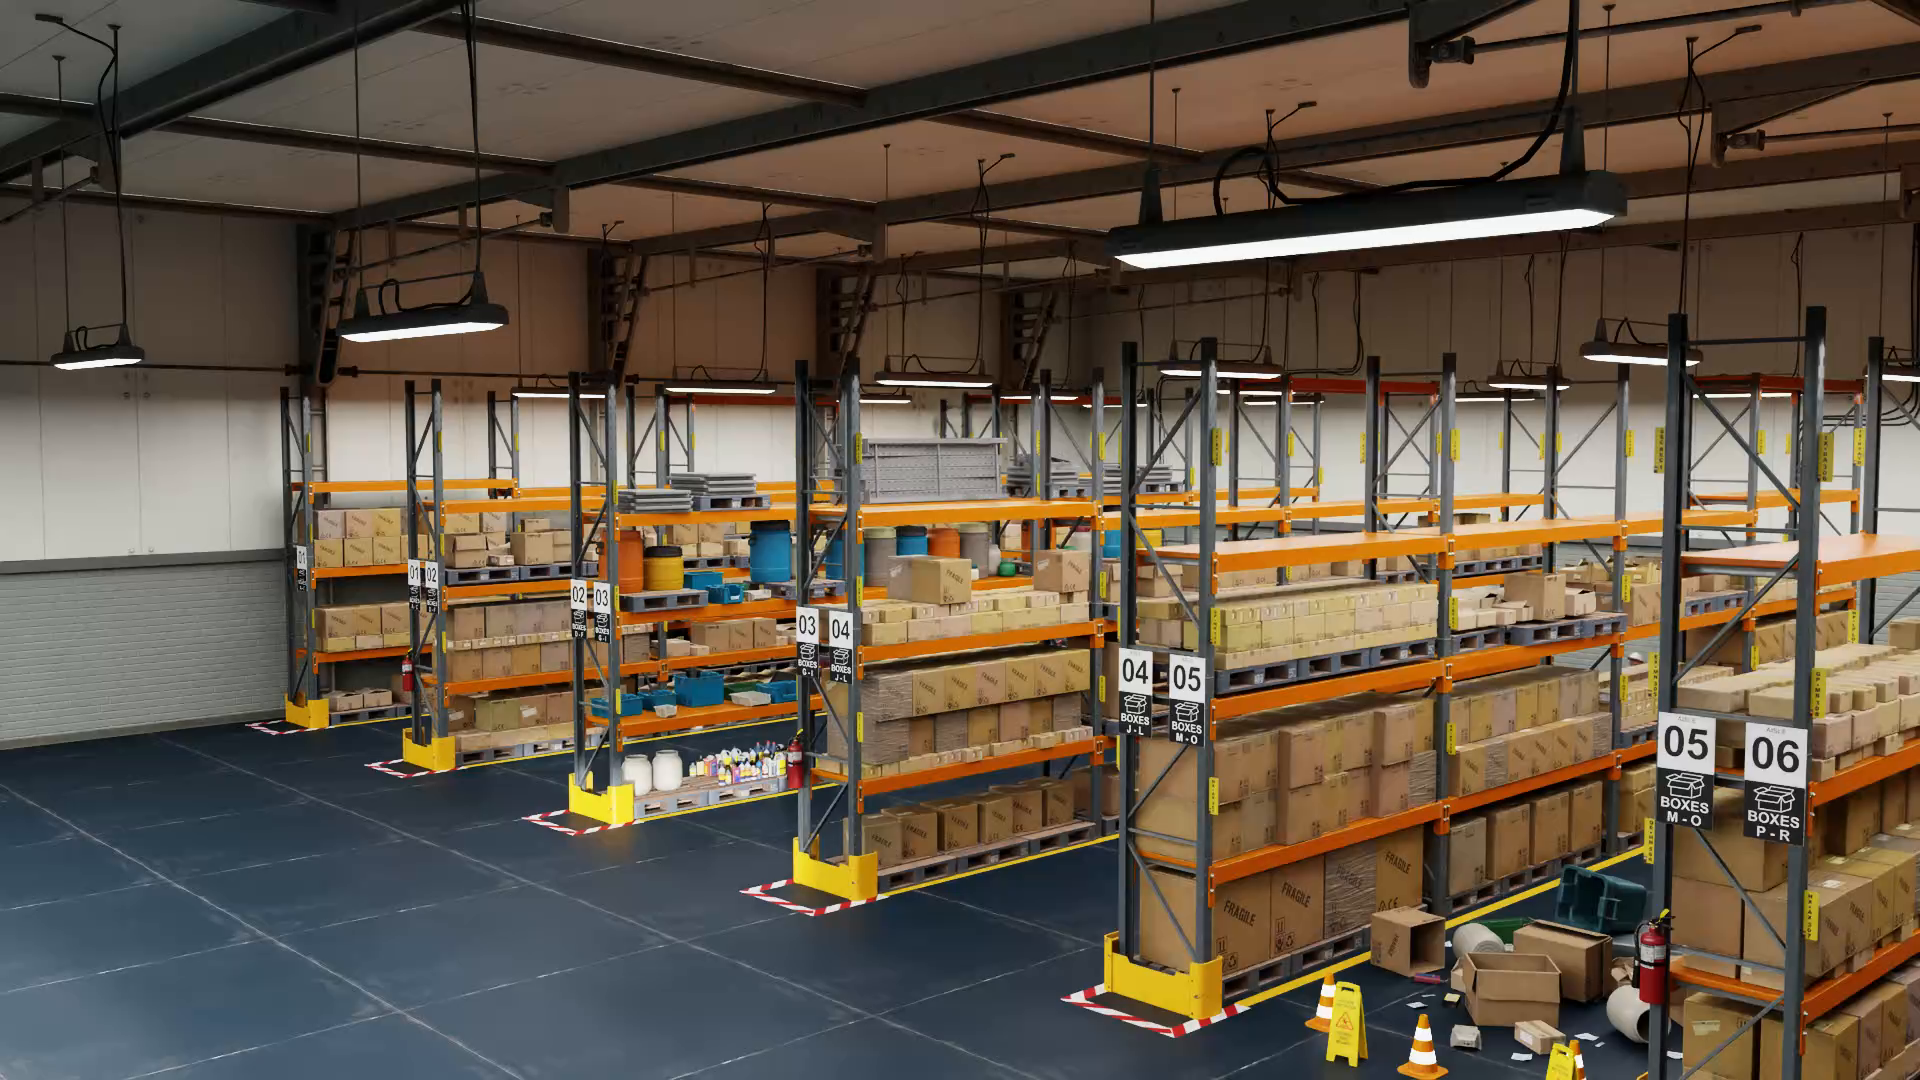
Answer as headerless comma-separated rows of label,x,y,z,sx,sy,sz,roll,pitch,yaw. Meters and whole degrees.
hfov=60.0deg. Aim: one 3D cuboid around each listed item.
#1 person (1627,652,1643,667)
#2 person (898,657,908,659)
person,10.510,2.630,25.743,0.898,1.804,0.695,-3,4,-36
person,-0.997,2.142,29.368,0.640,1.844,0.683,2,4,34
